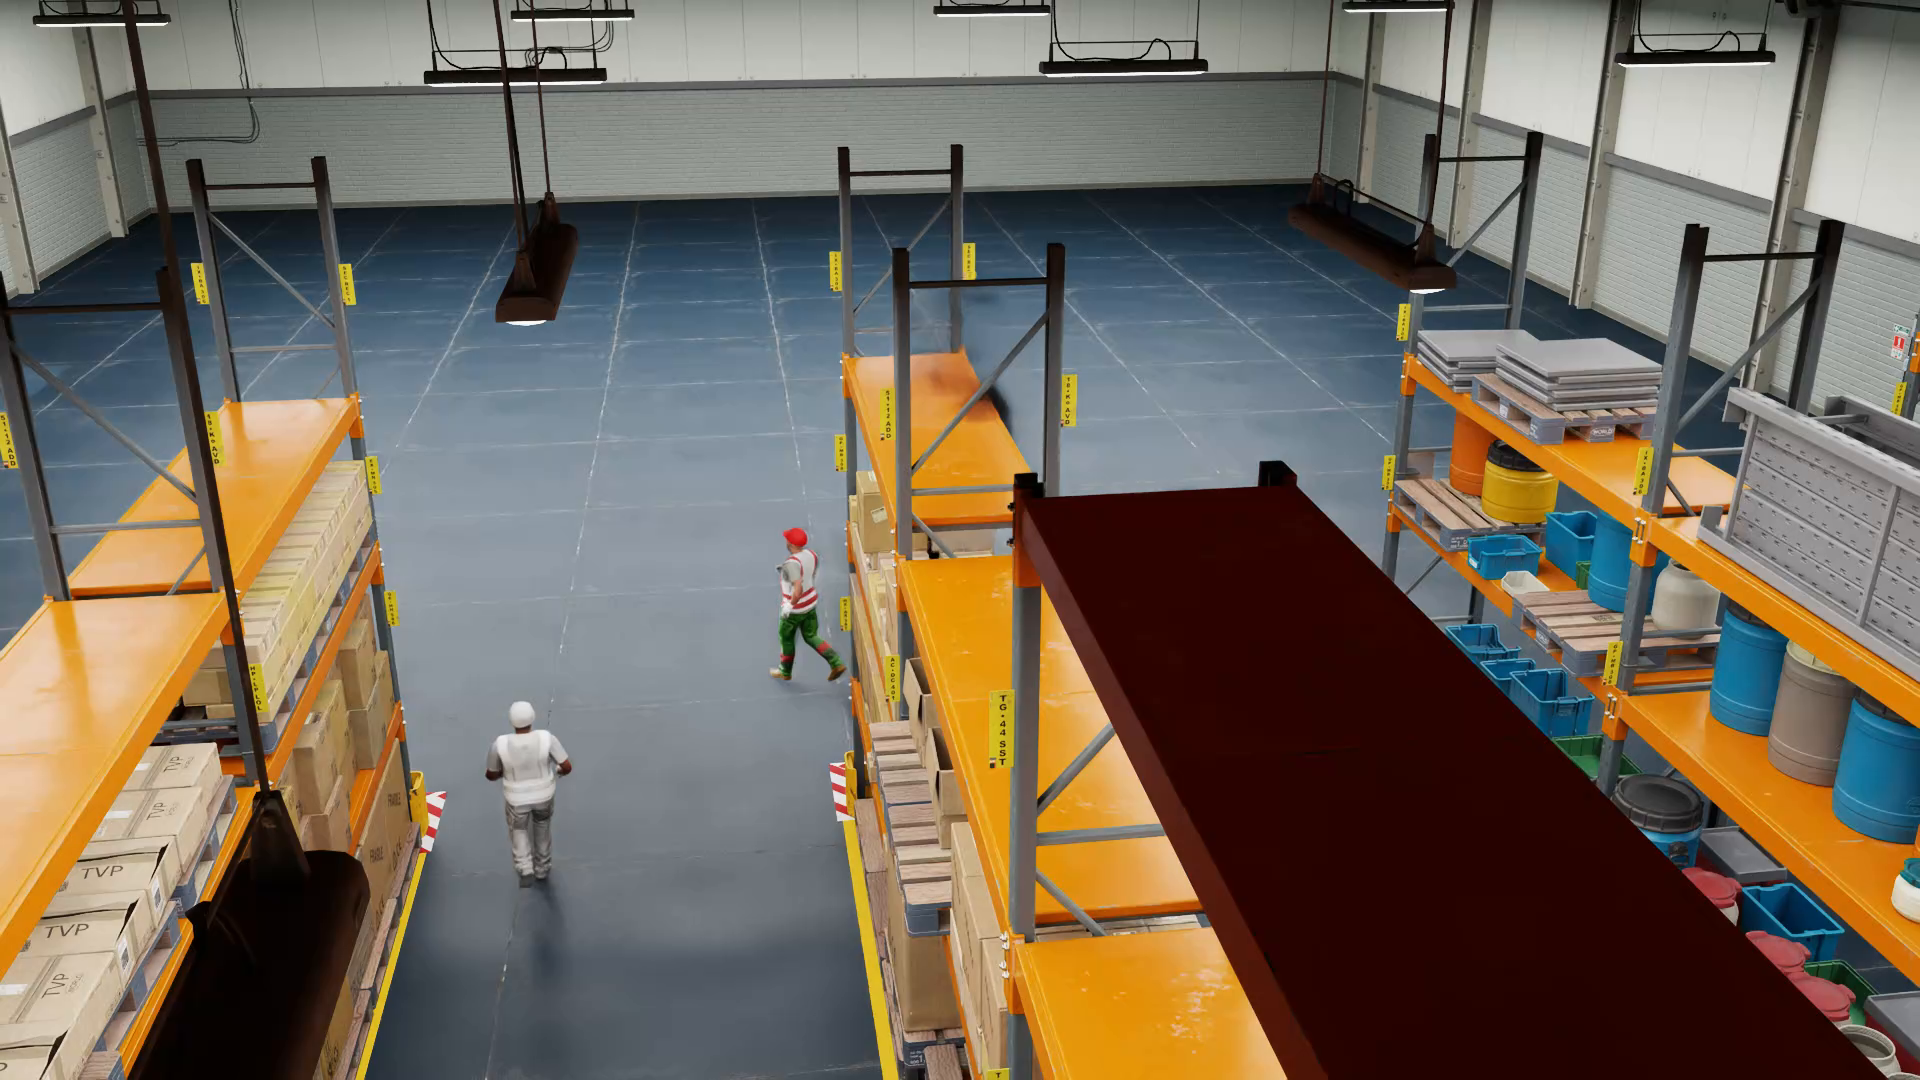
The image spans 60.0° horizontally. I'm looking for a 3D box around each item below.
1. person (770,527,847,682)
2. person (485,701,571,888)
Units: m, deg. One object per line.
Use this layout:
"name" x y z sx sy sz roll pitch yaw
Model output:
"person" -1.642 0.701 17.385 0.966 1.769 0.659 13 25 29
"person" -3.586 2.128 13.903 0.689 1.738 0.730 -6 22 -16
